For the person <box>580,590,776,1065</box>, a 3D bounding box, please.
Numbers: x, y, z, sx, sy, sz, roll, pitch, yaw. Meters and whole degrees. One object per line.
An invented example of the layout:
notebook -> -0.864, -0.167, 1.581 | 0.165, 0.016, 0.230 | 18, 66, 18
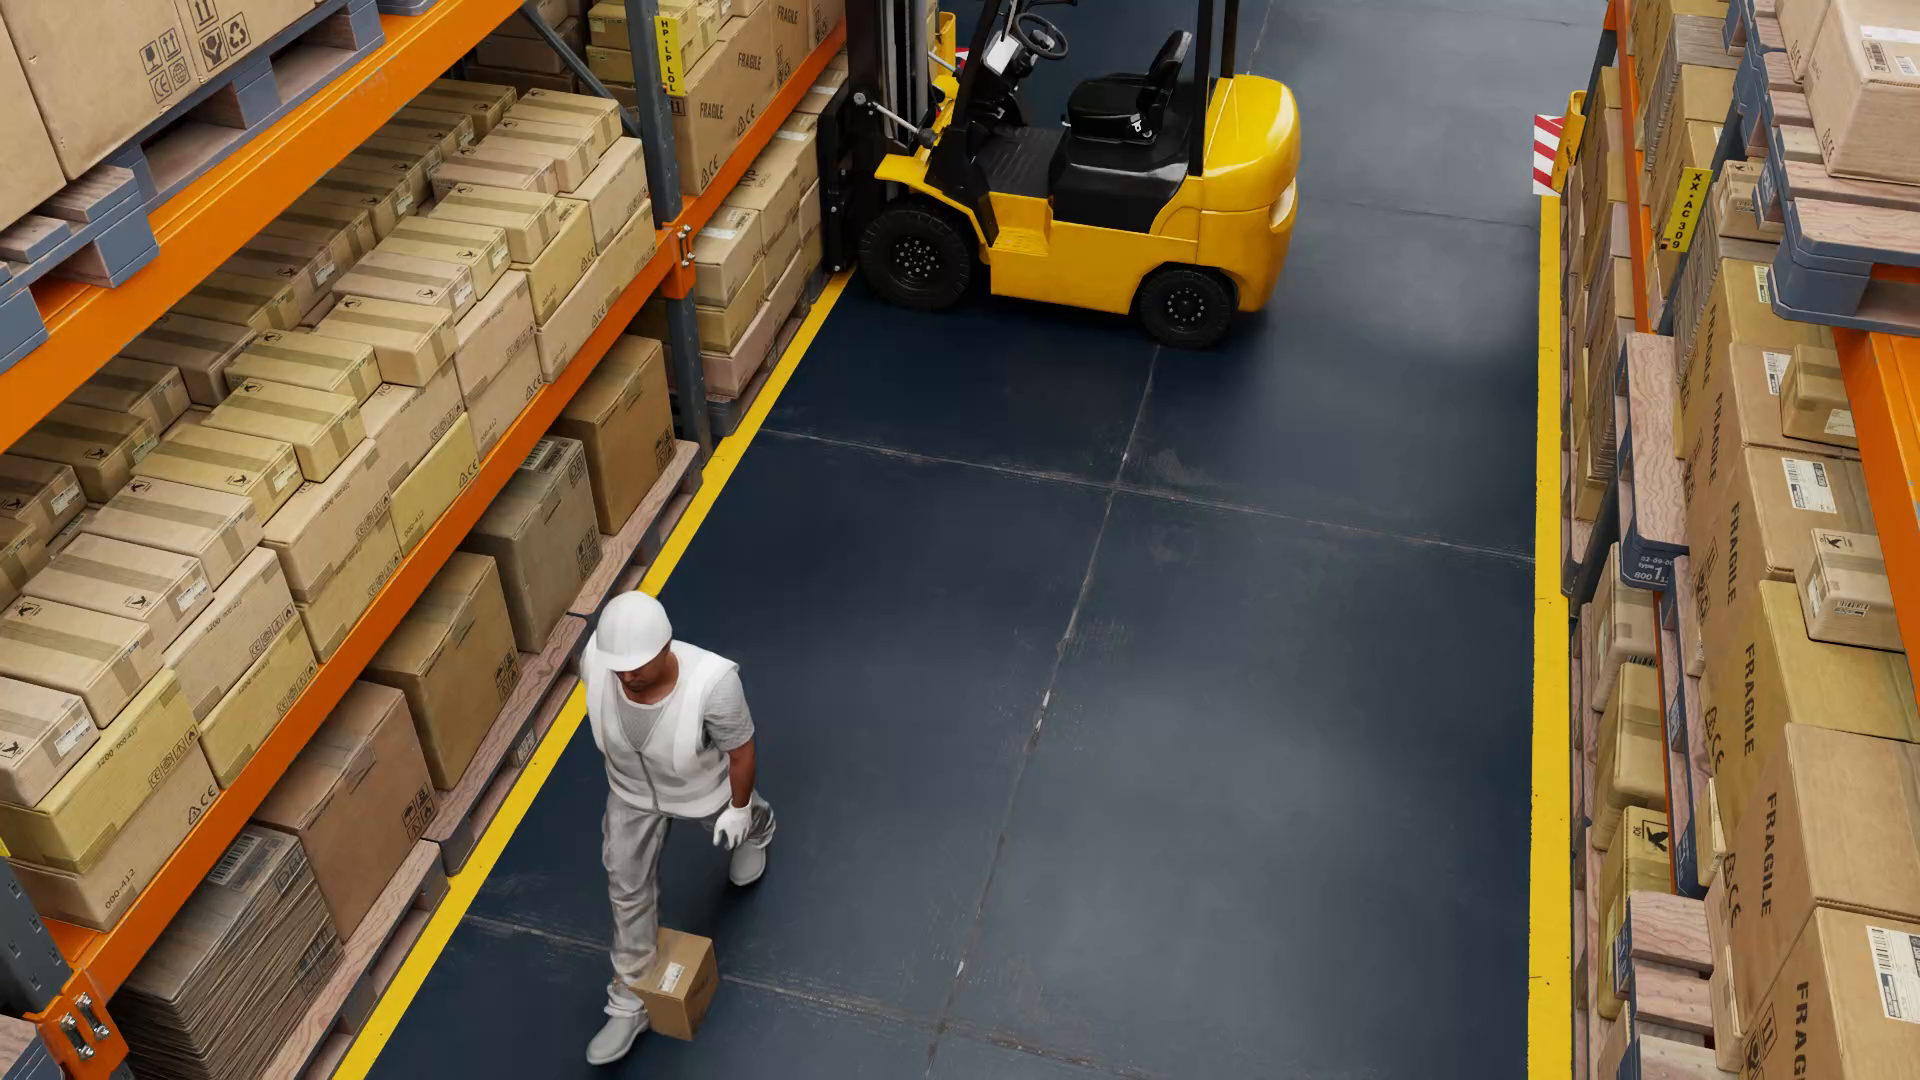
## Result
person -> -0.908, 0.789, 5.246 | 0.565, 1.706, 1.129 | 8, 41, 9
